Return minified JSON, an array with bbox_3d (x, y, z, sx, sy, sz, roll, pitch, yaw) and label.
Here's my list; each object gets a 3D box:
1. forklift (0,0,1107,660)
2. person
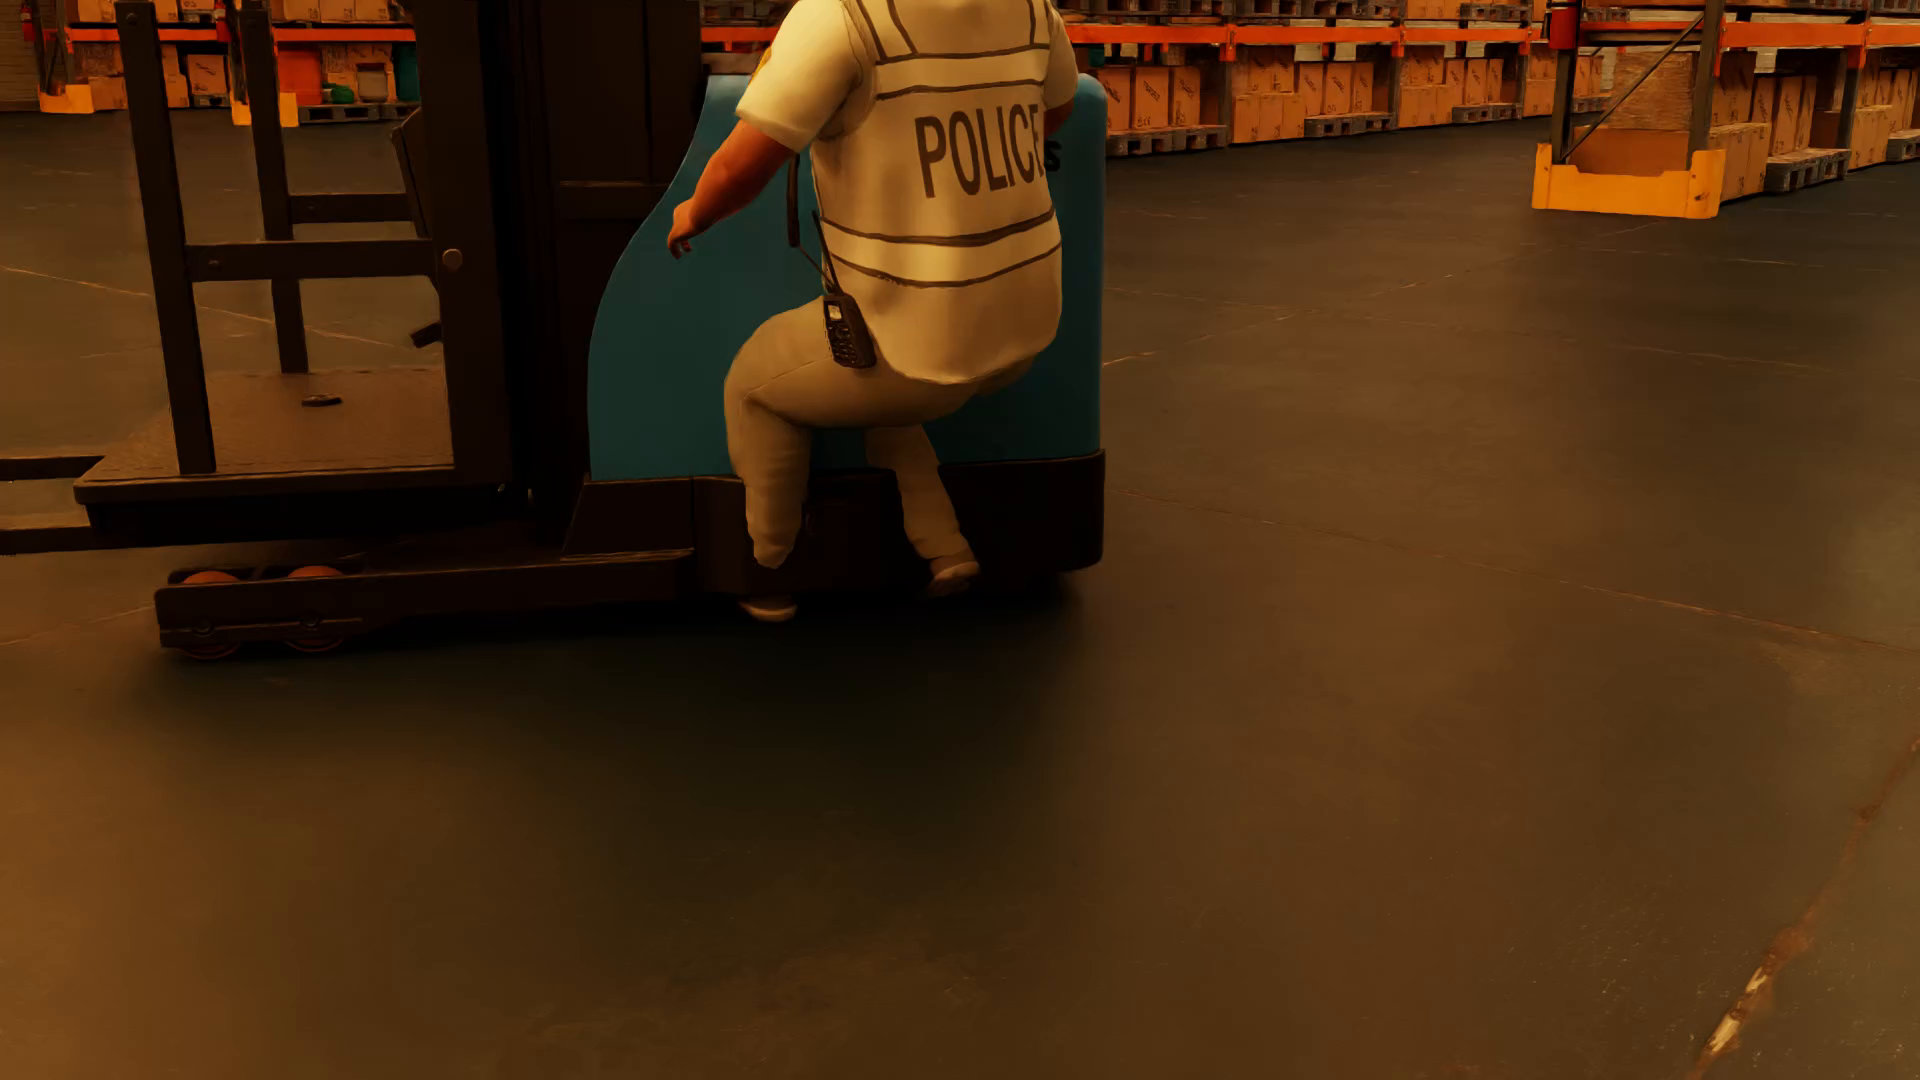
[{"bbox_3d":[-1.262,-1.340,3.310,3.031,2.935,1.130,-3,17,-11],"label":"forklift"},{"bbox_3d":[-0.230,-0.507,3.098,0.887,1.559,0.819,14,22,38],"label":"person"}]
